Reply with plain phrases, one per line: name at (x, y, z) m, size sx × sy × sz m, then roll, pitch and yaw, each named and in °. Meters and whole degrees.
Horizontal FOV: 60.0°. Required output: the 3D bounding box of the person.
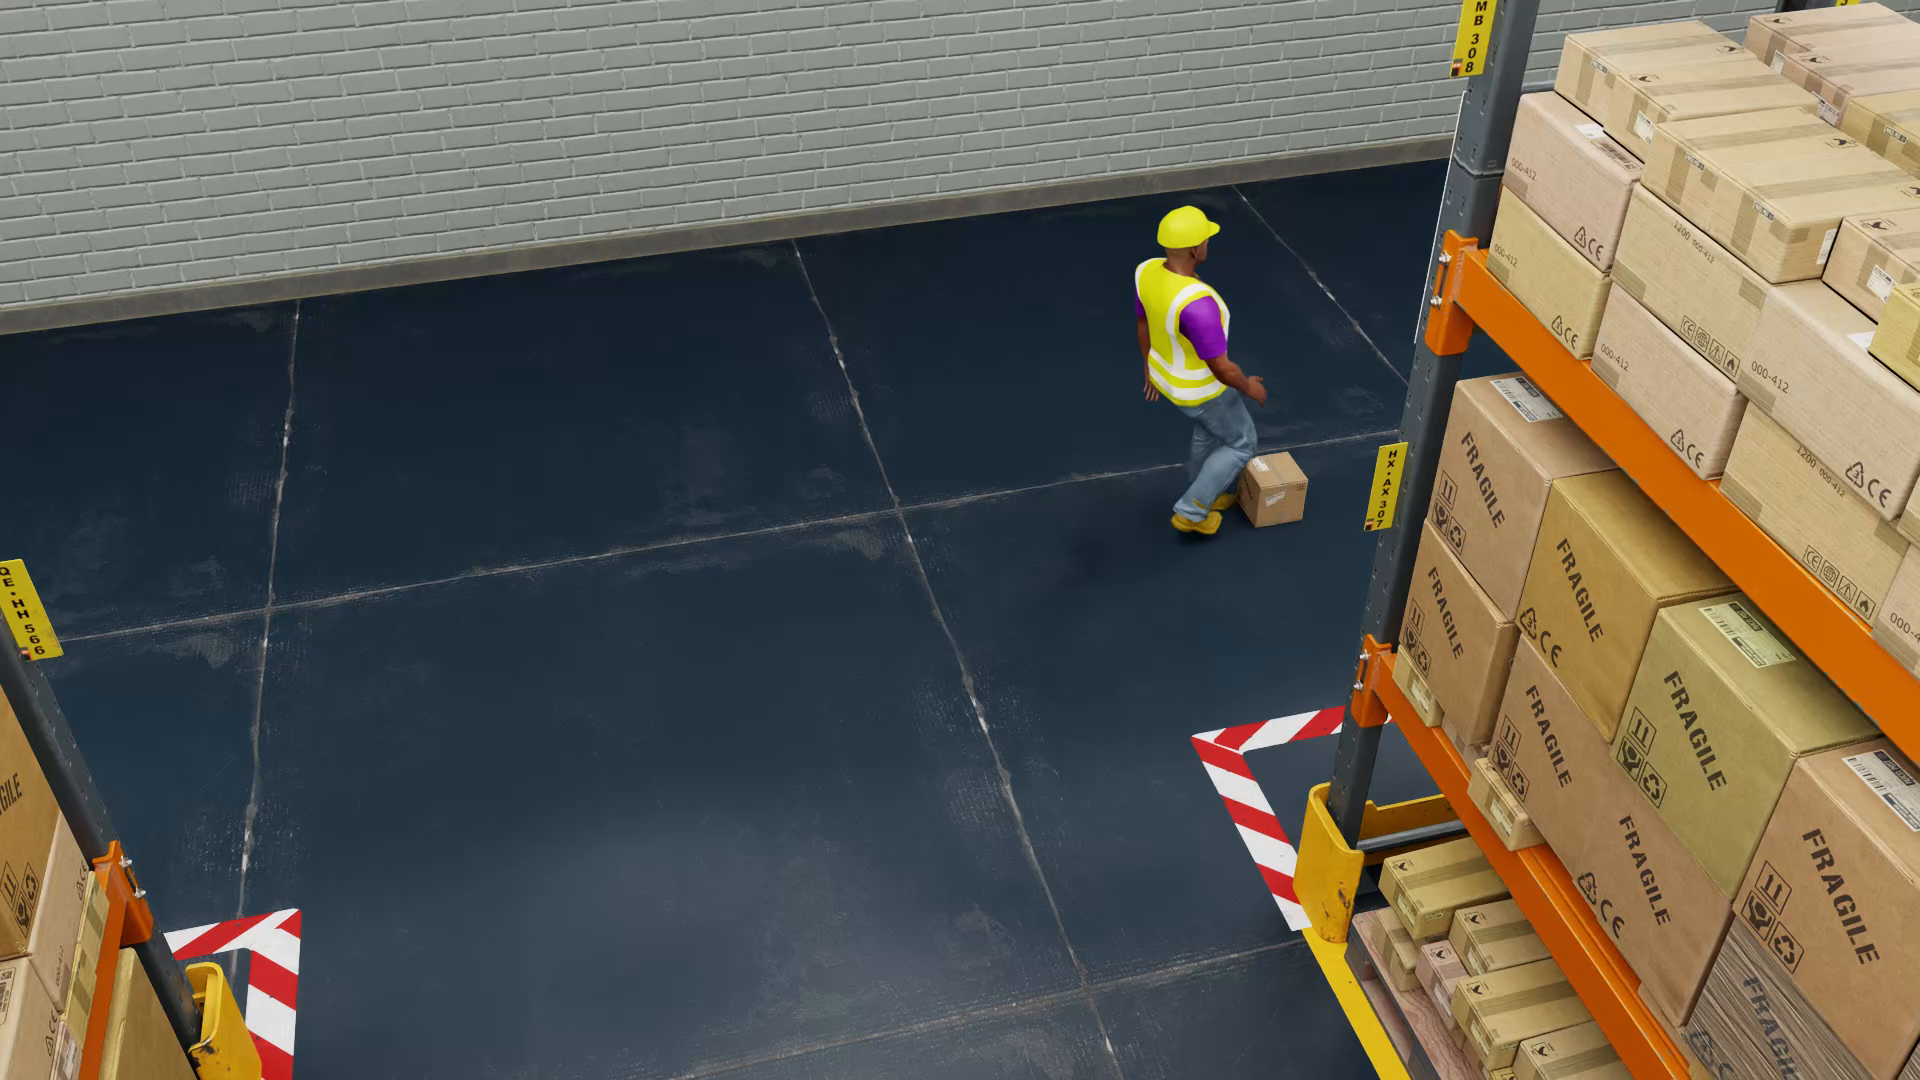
person at (1.159, -0.757, 7.730) m, size 0.655 × 1.751 × 0.626 m, roll -15°, pitch 40°, yaw -18°
